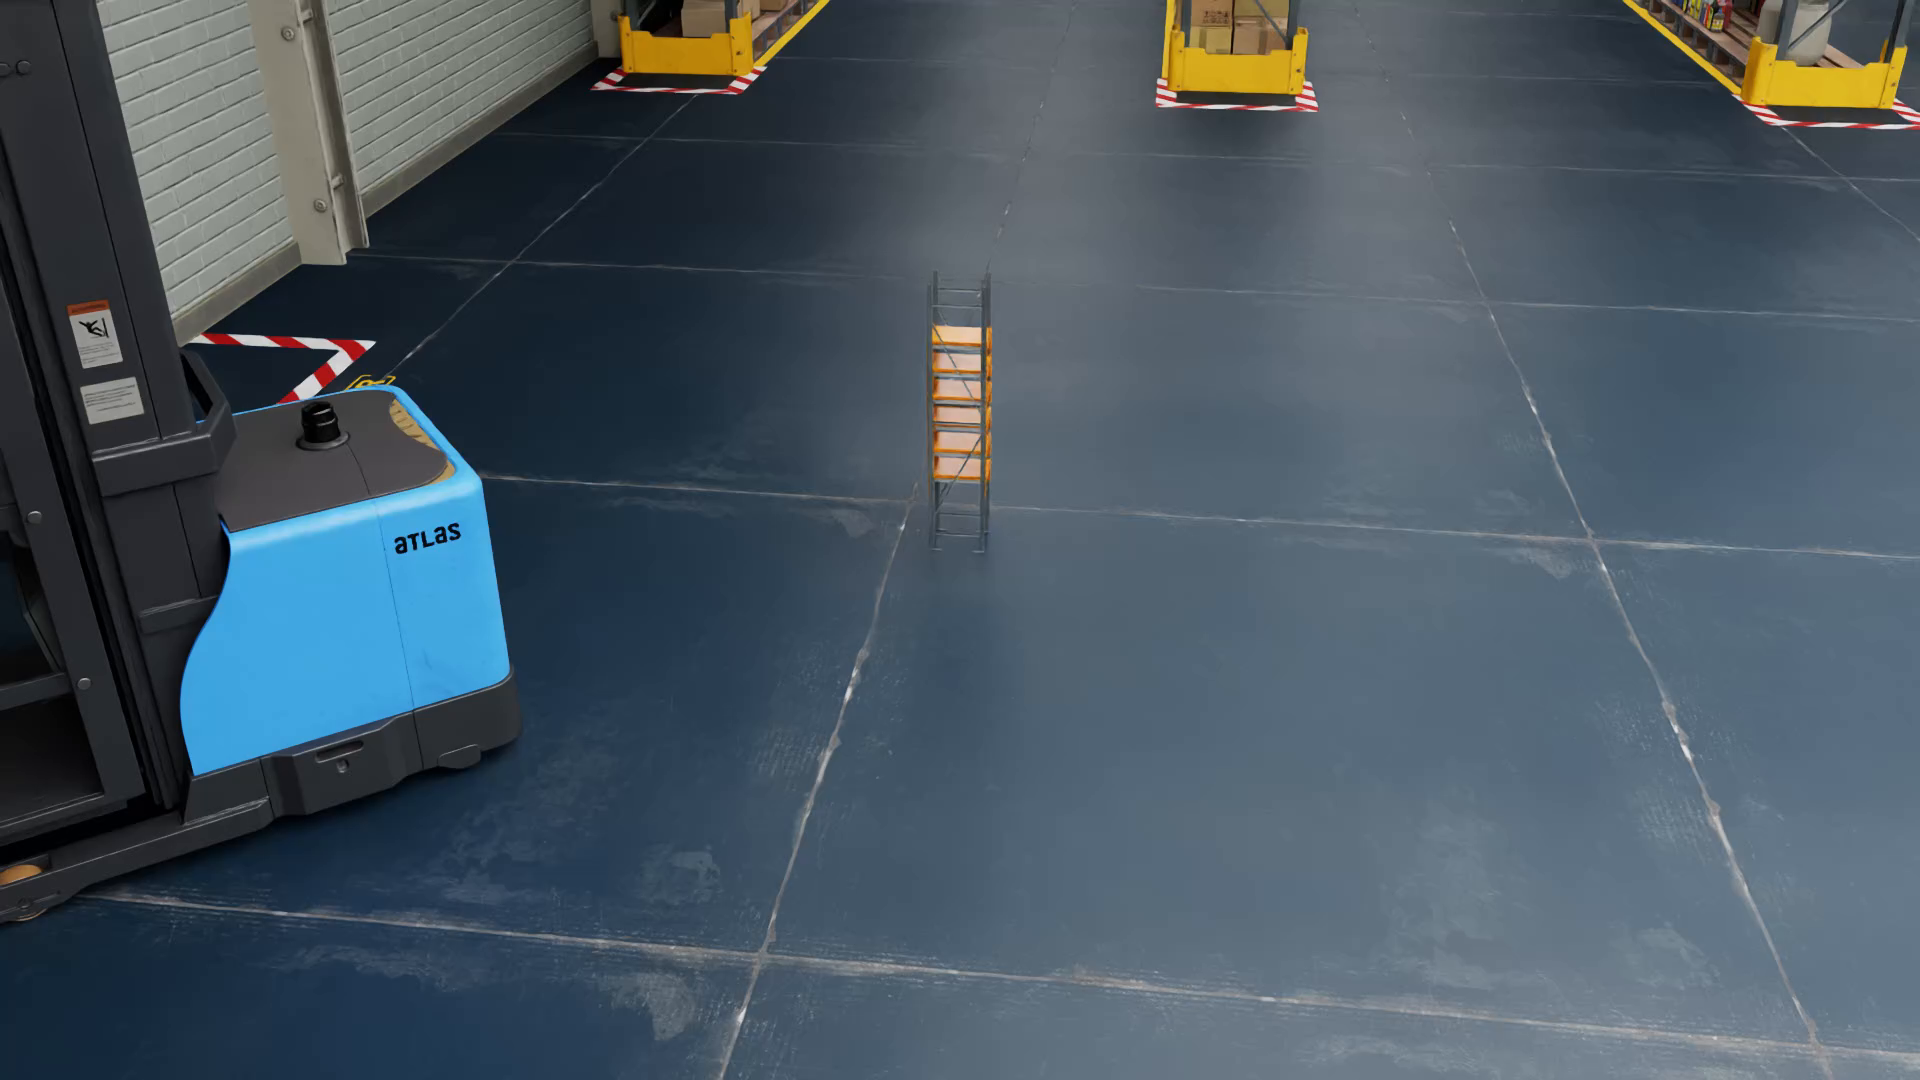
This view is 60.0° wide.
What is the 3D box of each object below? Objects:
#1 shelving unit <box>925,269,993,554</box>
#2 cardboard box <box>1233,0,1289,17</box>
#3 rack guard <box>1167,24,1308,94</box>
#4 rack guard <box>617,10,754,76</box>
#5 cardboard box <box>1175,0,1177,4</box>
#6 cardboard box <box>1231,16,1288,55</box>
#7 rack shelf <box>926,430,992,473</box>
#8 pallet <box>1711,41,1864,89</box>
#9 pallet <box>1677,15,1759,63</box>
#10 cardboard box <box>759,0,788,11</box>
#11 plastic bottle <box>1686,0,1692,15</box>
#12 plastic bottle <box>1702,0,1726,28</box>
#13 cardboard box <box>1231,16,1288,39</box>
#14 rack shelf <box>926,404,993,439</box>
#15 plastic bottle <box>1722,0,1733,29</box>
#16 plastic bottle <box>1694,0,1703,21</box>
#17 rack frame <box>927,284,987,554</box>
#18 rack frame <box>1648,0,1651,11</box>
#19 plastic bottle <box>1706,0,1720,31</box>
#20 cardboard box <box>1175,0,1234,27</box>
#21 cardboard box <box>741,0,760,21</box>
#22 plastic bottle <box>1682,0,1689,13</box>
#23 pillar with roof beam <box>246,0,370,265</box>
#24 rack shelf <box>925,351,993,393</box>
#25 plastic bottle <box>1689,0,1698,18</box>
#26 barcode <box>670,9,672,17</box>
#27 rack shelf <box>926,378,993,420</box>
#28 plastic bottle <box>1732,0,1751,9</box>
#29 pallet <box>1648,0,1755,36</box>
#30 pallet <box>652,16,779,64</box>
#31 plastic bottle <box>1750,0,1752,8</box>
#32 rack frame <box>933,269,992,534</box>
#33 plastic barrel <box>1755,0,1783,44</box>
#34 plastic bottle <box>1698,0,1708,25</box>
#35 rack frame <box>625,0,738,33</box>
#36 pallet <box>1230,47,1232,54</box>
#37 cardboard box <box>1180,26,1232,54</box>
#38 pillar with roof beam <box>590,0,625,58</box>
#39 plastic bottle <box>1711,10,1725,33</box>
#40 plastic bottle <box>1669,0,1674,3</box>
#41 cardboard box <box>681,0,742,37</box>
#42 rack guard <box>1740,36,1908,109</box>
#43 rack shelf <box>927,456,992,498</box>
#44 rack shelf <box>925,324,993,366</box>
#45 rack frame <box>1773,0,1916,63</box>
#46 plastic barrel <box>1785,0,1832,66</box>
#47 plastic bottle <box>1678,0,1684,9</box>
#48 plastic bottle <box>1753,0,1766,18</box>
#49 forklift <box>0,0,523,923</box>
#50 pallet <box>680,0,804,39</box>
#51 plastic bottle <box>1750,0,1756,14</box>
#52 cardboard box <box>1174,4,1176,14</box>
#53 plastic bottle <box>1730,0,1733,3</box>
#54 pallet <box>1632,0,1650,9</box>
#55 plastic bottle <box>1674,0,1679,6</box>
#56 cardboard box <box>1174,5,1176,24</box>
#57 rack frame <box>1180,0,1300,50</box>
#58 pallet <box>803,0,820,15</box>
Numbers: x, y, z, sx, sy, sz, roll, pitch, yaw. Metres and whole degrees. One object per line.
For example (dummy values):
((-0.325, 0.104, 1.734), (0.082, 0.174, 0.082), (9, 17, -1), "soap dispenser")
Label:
((-0.002, -0.521, 6.953), (0.258, 1.200, 0.189), (3, 28, 6), "shelving unit")
((2.762, -5.089, 15.199), (0.500, 0.500, 0.500), (3, 28, 6), "cardboard box")
((2.413, -4.198, 14.515), (1.175, 0.500, 0.348), (3, 28, 6), "rack guard")
((-2.491, -4.531, 15.133), (1.175, 0.500, 0.348), (3, 28, 6), "rack guard")
((2.295, -5.355, 15.694), (0.500, 0.500, 0.500), (3, 28, 6), "cardboard box")
((2.703, -4.523, 14.940), (0.500, 0.250, 0.500), (3, 28, 6), "cardboard box")
((-0.002, -0.377, 7.031), (0.258, 0.103, 0.180), (3, 28, 6), "rack shelf")
((7.399, -4.213, 14.847), (1.003, 0.211, 1.213), (3, 28, 6), "pallet")
((7.551, -4.786, 15.910), (1.003, 0.211, 1.213), (3, 28, 6), "pallet")
((-2.117, -5.620, 16.691), (0.700, 0.500, 0.500), (2, 28, 3), "cardboard box")
((7.230, -5.288, 16.389), (0.097, 0.201, 0.097), (0, 28, 0), "plastic bottle")
((7.180, -5.022, 15.816), (0.152, 0.276, 0.135), (4, 29, 7), "plastic bottle")
((2.760, -4.759, 15.377), (0.500, 0.250, 0.500), (3, 28, 6), "cardboard box")
((-0.002, -0.482, 6.974), (0.258, 0.103, 0.180), (3, 28, 6), "rack shelf")
((7.285, -5.019, 15.803), (0.061, 0.283, 0.133), (3, 28, 6), "plastic bottle")
((7.213, -5.198, 16.065), (0.144, 0.351, 0.185), (5, 29, 8), "plastic bottle")
((-0.013, -0.478, 6.873), (0.240, 1.200, 0.006), (3, 28, 6), "rack frame")
((7.822, -6.903, 16.900), (1.000, 3.000, 0.127), (3, 28, 6), "rack frame")
((7.118, -4.964, 15.701), (0.061, 0.283, 0.133), (4, 29, 7), "plastic bottle")
((2.187, -4.884, 14.818), (0.500, 0.500, 0.500), (3, 28, 6), "cardboard box")
((-2.257, -5.194, 16.100), (0.500, 0.311, 0.500), (6, 29, 10), "cardboard box")
((7.226, -5.381, 16.475), (0.061, 0.283, 0.133), (5, 29, 8), "plastic bottle")
((0.264, -5.542, 8.049), (9.100, 9.000, 0.400), (3, 28, 6), "pillar with roof beam")
((-0.002, -0.694, 6.860), (0.258, 0.103, 0.180), (3, 28, 6), "rack shelf")
((7.236, -5.285, 16.227), (0.144, 0.351, 0.185), (3, 28, 6), "plastic bottle")
((-2.721, -4.962, 15.659), (0.001, 0.075, 0.075), (3, 28, 6), "barcode")
((-0.002, -0.588, 6.917), (0.258, 0.103, 0.180), (3, 28, 6), "rack shelf")
((7.855, -5.484, 16.674), (0.152, 0.276, 0.135), (3, 28, 6), "plastic bottle")
((7.698, -5.361, 16.979), (1.003, 0.211, 1.213), (3, 28, 6), "pallet")
((-2.357, -4.784, 15.908), (1.003, 0.211, 1.213), (3, 28, 6), "pallet")
((8.005, -5.520, 16.663), (0.144, 0.351, 0.185), (2, 28, 4), "plastic bottle")
((0.009, -0.564, 7.033), (0.240, 1.200, 0.006), (3, 28, 6), "rack frame")
((7.398, -4.660, 14.917), (0.421, 0.512, 0.421), (0, 28, 0), "plastic barrel")
((7.197, -5.087, 15.937), (0.152, 0.276, 0.135), (3, 28, 5), "plastic bottle")
((-2.501, -5.596, 14.474), (1.000, 3.000, 0.127), (3, 28, 6), "rack frame")
((2.468, -4.444, 15.277), (1.003, 0.211, 1.213), (3, 28, 6), "pallet")
((2.189, -4.554, 14.996), (0.500, 0.250, 0.500), (3, 28, 6), "cardboard box")
((0.999, -8.366, 13.292), (9.100, 9.000, 0.400), (3, 28, 6), "pillar with roof beam")
((7.122, -4.872, 15.617), (0.097, 0.201, 0.097), (0, 28, 0), "plastic bottle")
((7.335, -5.619, 16.925), (0.152, 0.276, 0.135), (4, 29, 8), "plastic bottle")
((-2.327, -4.926, 15.602), (0.500, 0.311, 0.500), (0, 28, 0), "cardboard box")
((7.294, -3.958, 14.070), (1.175, 0.500, 0.348), (3, 28, 6), "rack guard")
((-0.002, -0.271, 7.088), (0.258, 0.103, 0.180), (3, 28, 6), "rack shelf")
((-0.002, -0.799, 6.803), (0.258, 0.103, 0.180), (3, 28, 6), "rack shelf")
((7.332, -5.020, 13.405), (1.000, 3.000, 0.127), (3, 28, 6), "rack frame")
((7.337, -4.424, 14.479), (0.421, 0.512, 0.421), (0, 28, 0), "plastic barrel")
((7.288, -5.486, 16.599), (0.144, 0.351, 0.185), (2, 28, 4), "plastic bottle")
((7.836, -5.268, 16.266), (0.061, 0.283, 0.133), (3, 28, 6), "plastic bottle")
((-3.059, -0.363, 4.834), (3.031, 2.935, 1.130), (-17, 33, -28), "forklift")
((-2.205, -5.357, 16.971), (1.003, 0.211, 1.213), (3, 28, 6), "pallet")
((7.861, -5.332, 16.385), (0.061, 0.283, 0.133), (3, 28, 6), "plastic bottle")
((2.297, -5.025, 15.871), (0.500, 0.250, 0.500), (3, 28, 6), "cardboard box")
((7.886, -5.619, 16.846), (0.144, 0.351, 0.185), (3, 28, 6), "plastic bottle")
((7.880, -6.047, 18.252), (1.003, 0.211, 1.213), (3, 28, 6), "pallet")
((7.311, -5.574, 16.764), (0.144, 0.351, 0.185), (4, 29, 8), "plastic bottle")
((2.238, -4.790, 15.434), (0.500, 0.250, 0.500), (3, 28, 6), "cardboard box")
((2.416, -5.310, 13.943), (1.000, 3.000, 0.127), (3, 28, 6), "rack frame")
((-2.058, -5.933, 18.040), (1.003, 0.211, 1.213), (3, 28, 6), "pallet")
